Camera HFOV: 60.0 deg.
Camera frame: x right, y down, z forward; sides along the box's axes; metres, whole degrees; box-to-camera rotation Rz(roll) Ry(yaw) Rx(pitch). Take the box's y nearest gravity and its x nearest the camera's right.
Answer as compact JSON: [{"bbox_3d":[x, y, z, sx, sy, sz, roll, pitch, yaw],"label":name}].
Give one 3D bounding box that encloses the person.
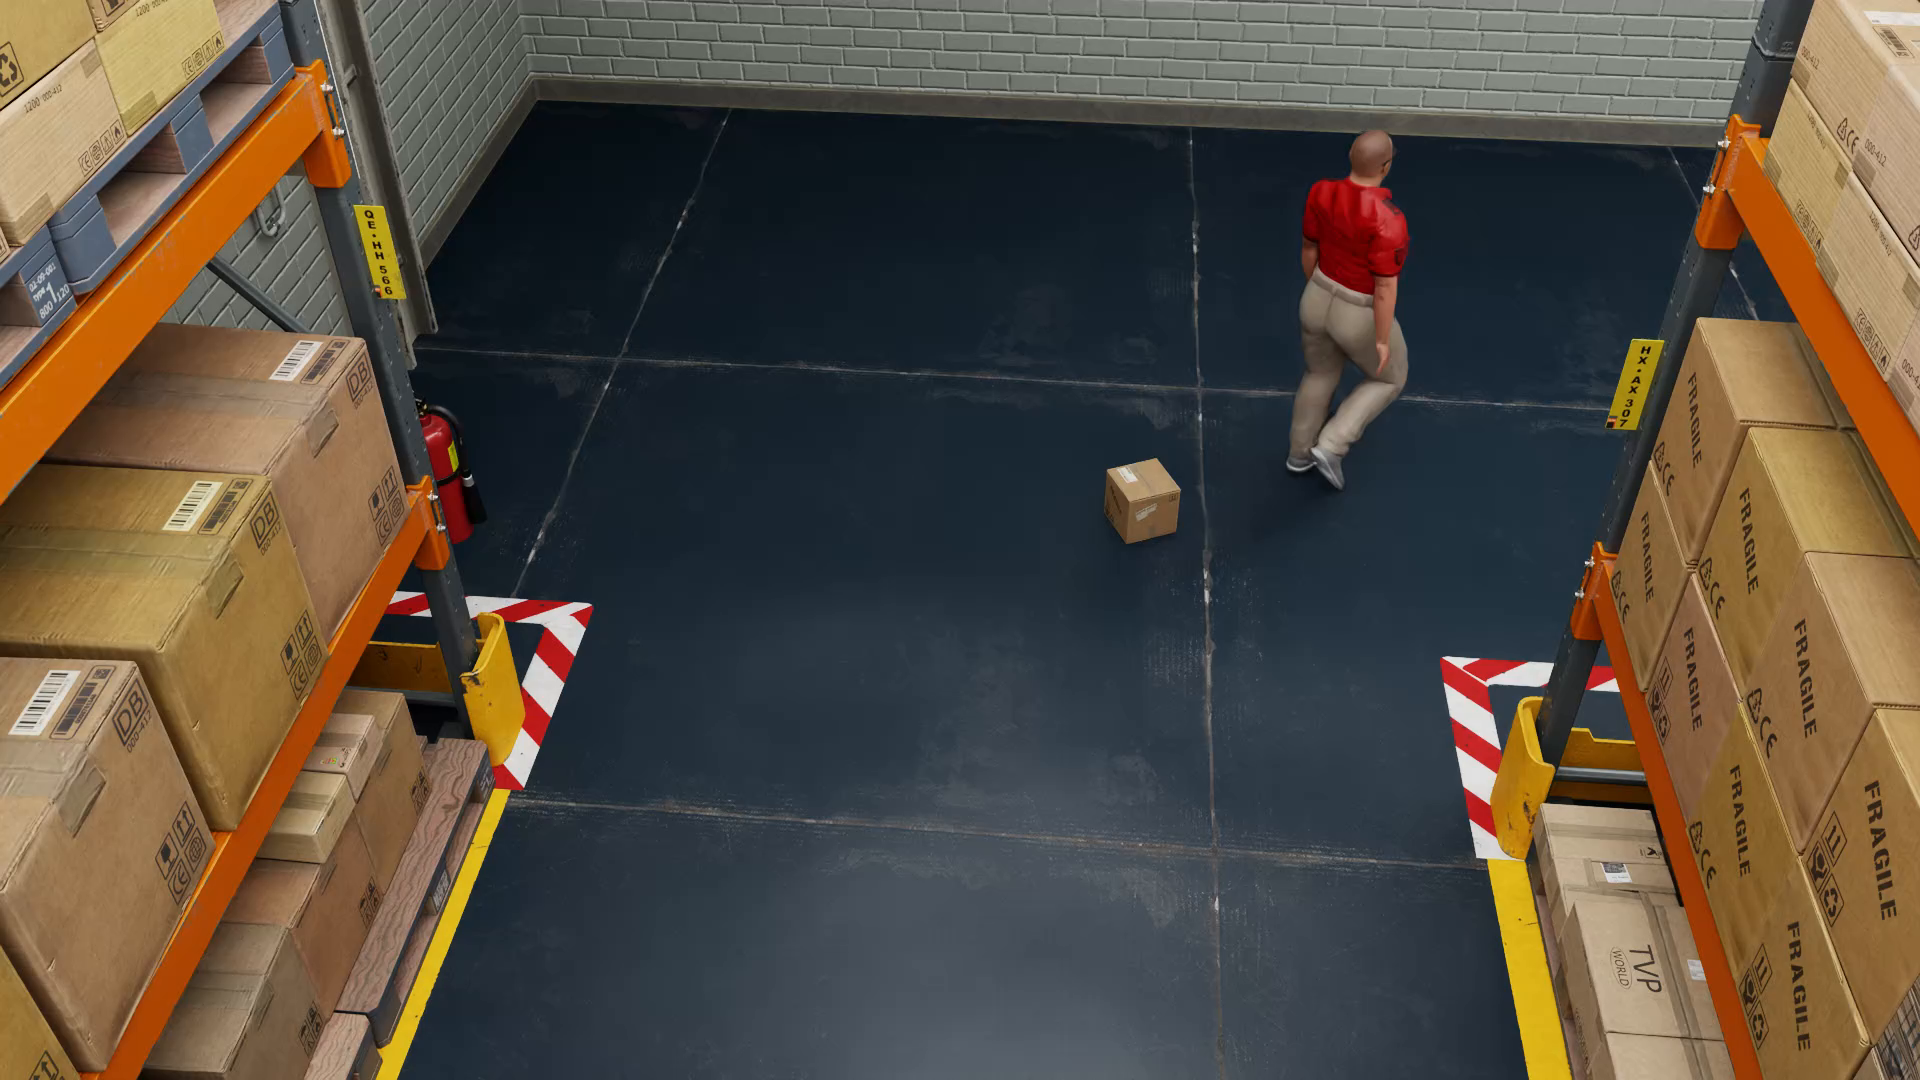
[{"bbox_3d":[1.724,-0.999,7.343,0.471,1.743,0.574,-29,48,-30],"label":"person"}]
